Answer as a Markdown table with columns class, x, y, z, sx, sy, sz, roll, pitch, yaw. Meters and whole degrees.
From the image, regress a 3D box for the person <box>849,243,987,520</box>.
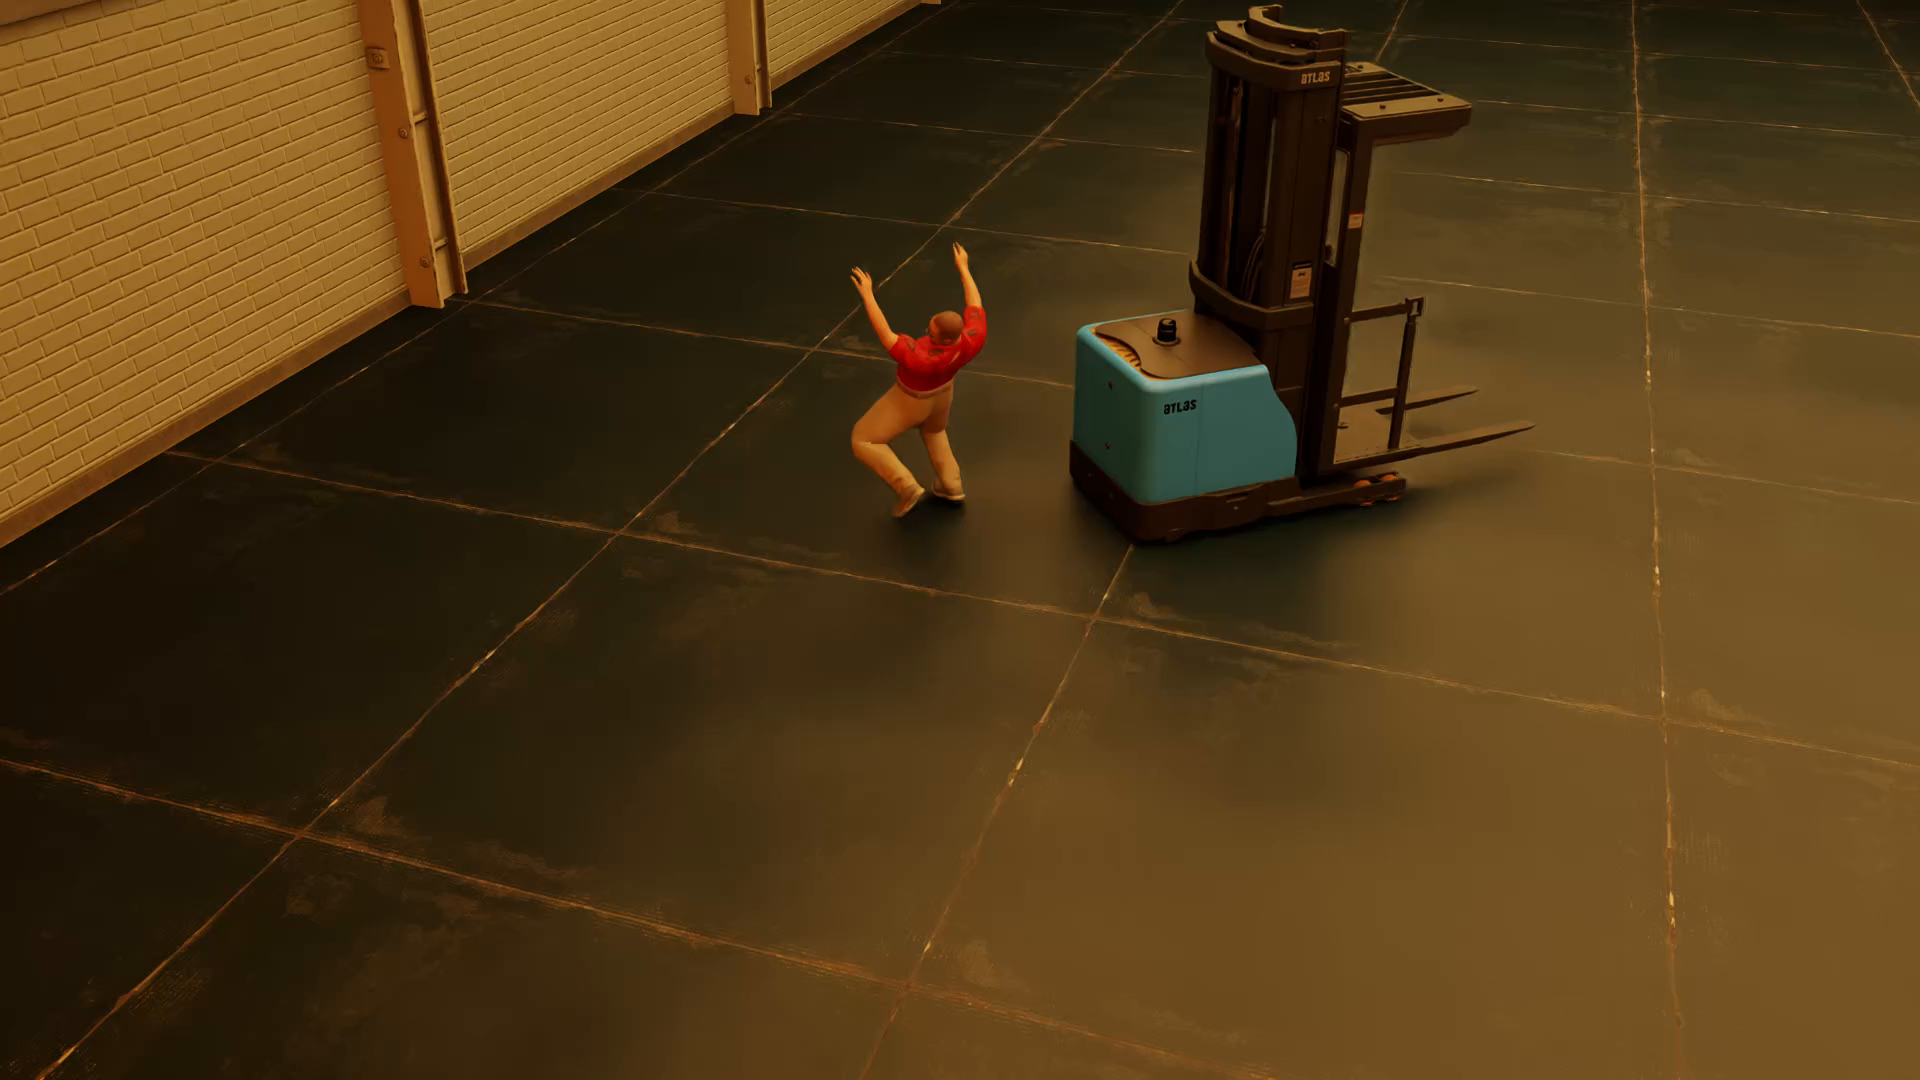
| class | x | y | z | sx | sy | sz | roll | pitch | yaw |
| --- | --- | --- | --- | --- | --- | --- | --- | --- | --- |
| person | -0.165 | -0.935 | 10.087 | 0.998 | 1.660 | 0.726 | -26 | 39 | -38 |

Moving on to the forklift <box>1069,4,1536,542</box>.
| class | x | y | z | sx | sy | sz | roll | pitch | yaw |
| --- | --- | --- | --- | --- | --- | --- | --- | --- | --- |
| forklift | 2.274 | -1.714 | 10.143 | 3.031 | 2.935 | 1.130 | -11 | 32 | -19 |
